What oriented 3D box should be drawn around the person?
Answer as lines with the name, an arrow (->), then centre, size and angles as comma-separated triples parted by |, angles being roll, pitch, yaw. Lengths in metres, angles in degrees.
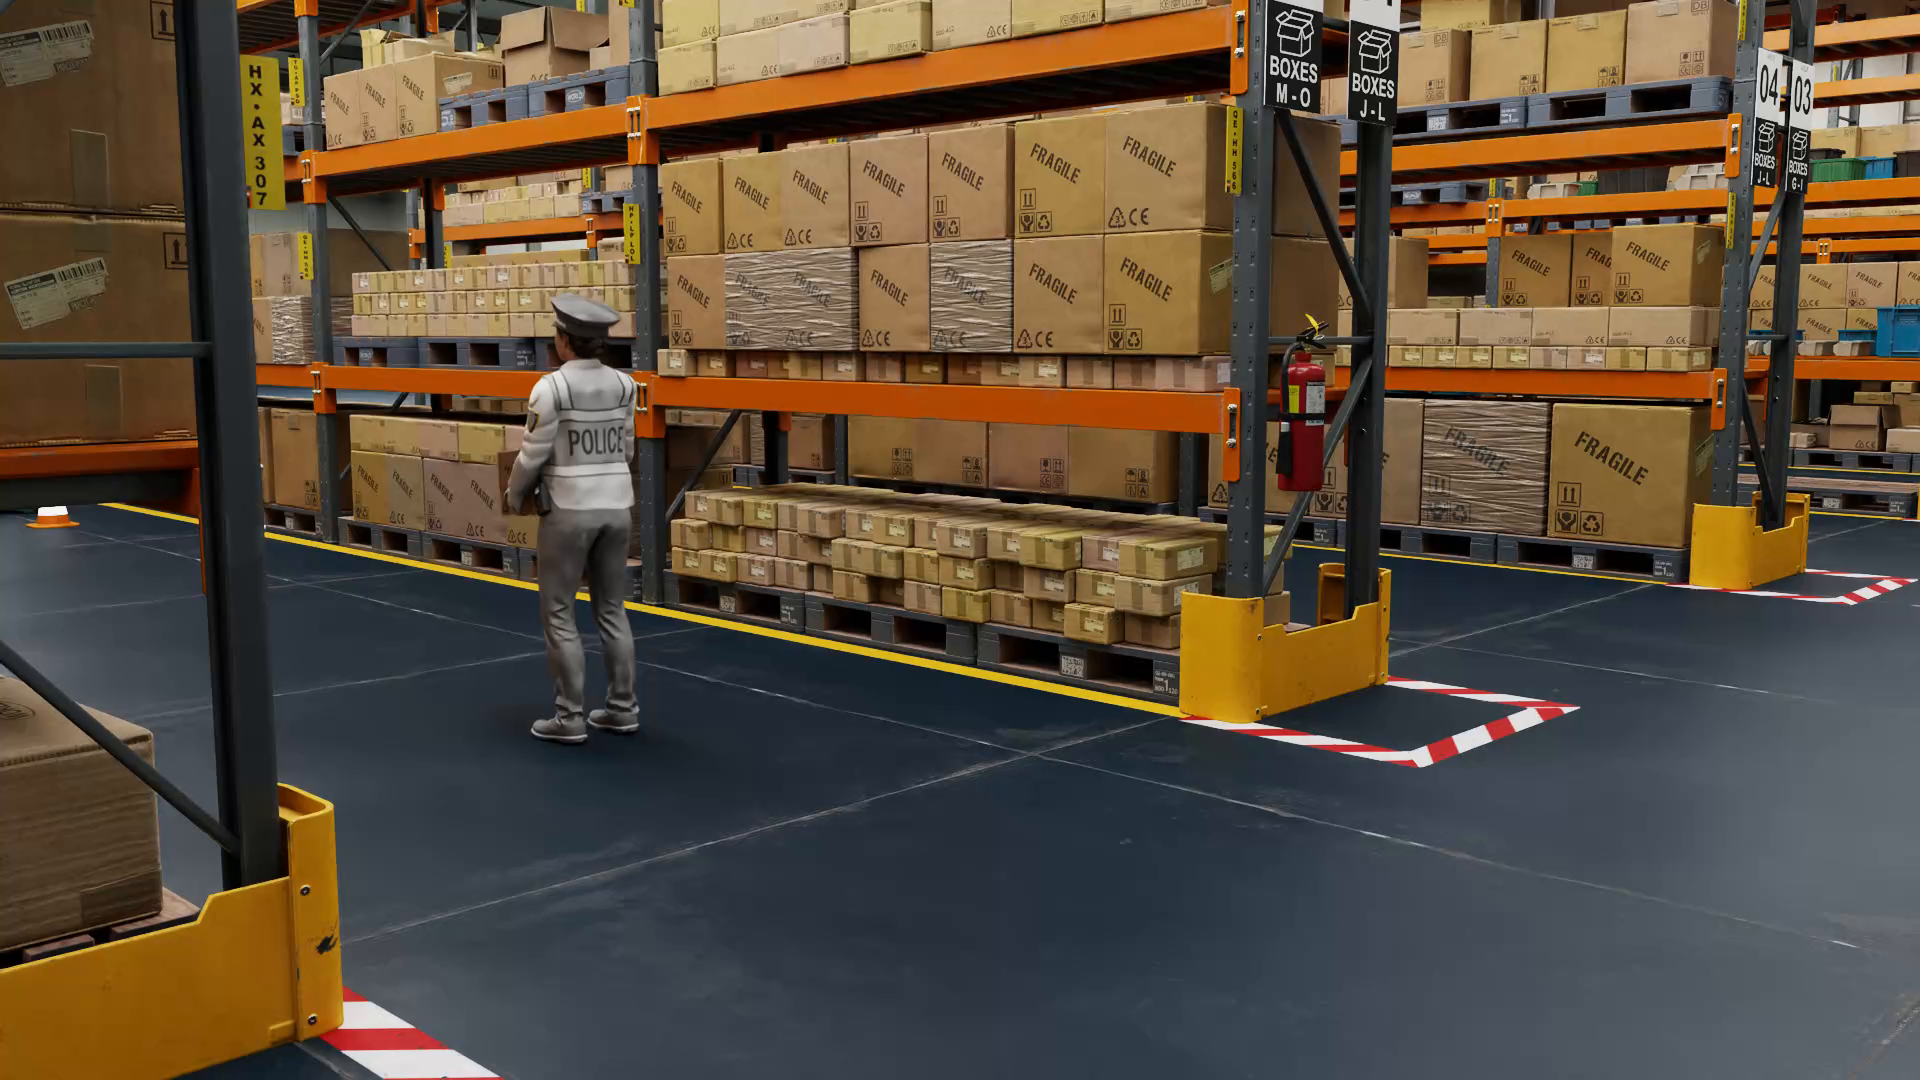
person -> -1.484, -0.091, 6.357 | 0.517, 1.692, 0.482 | 7, 10, 43
